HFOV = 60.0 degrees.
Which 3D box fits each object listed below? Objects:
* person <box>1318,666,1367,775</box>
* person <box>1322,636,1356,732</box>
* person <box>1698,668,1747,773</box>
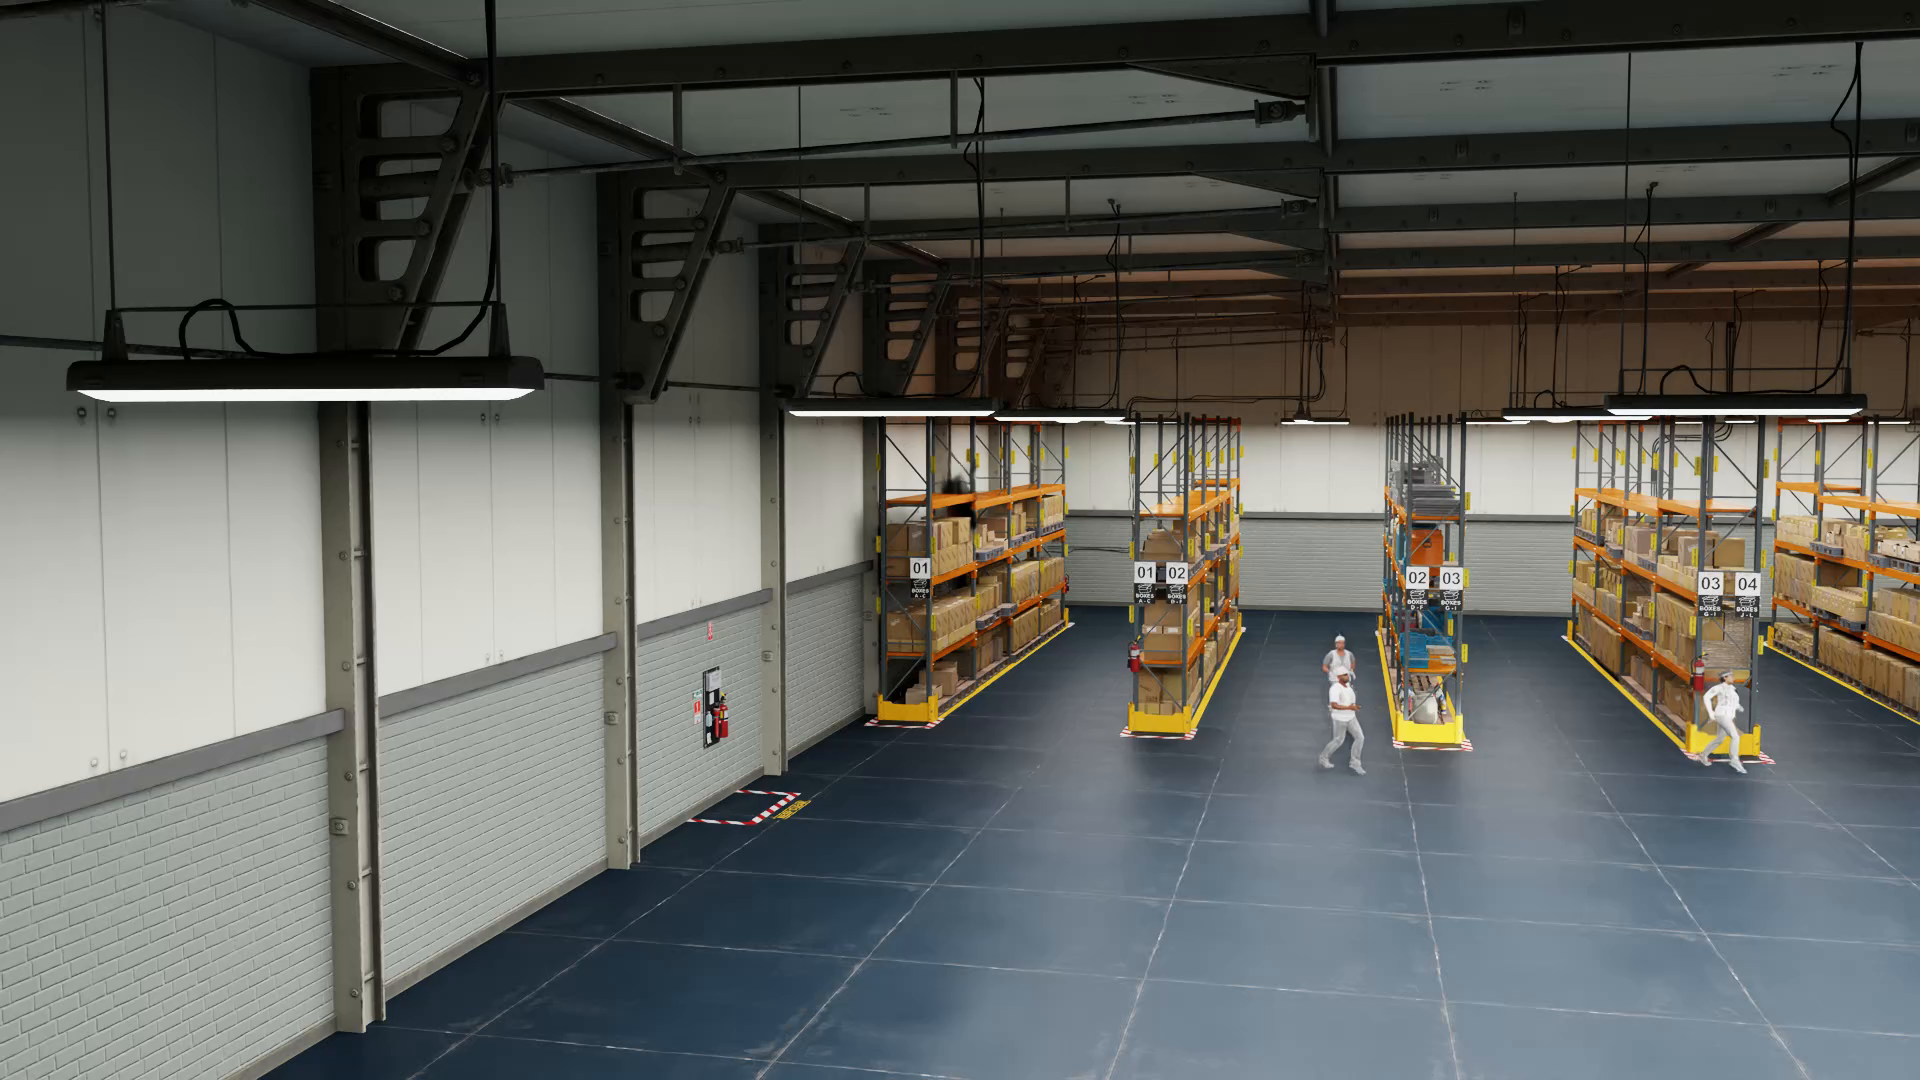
[{"bbox_3d":[6.369,2.988,27.636,0.804,1.798,0.702,4,5,44],"label":"person"},{"bbox_3d":[7.217,2.701,31.586,0.655,1.769,0.888,0,4,-1],"label":"person"},{"bbox_3d":[12.852,2.991,27.864,0.600,1.690,0.831,-3,5,-40],"label":"person"}]
